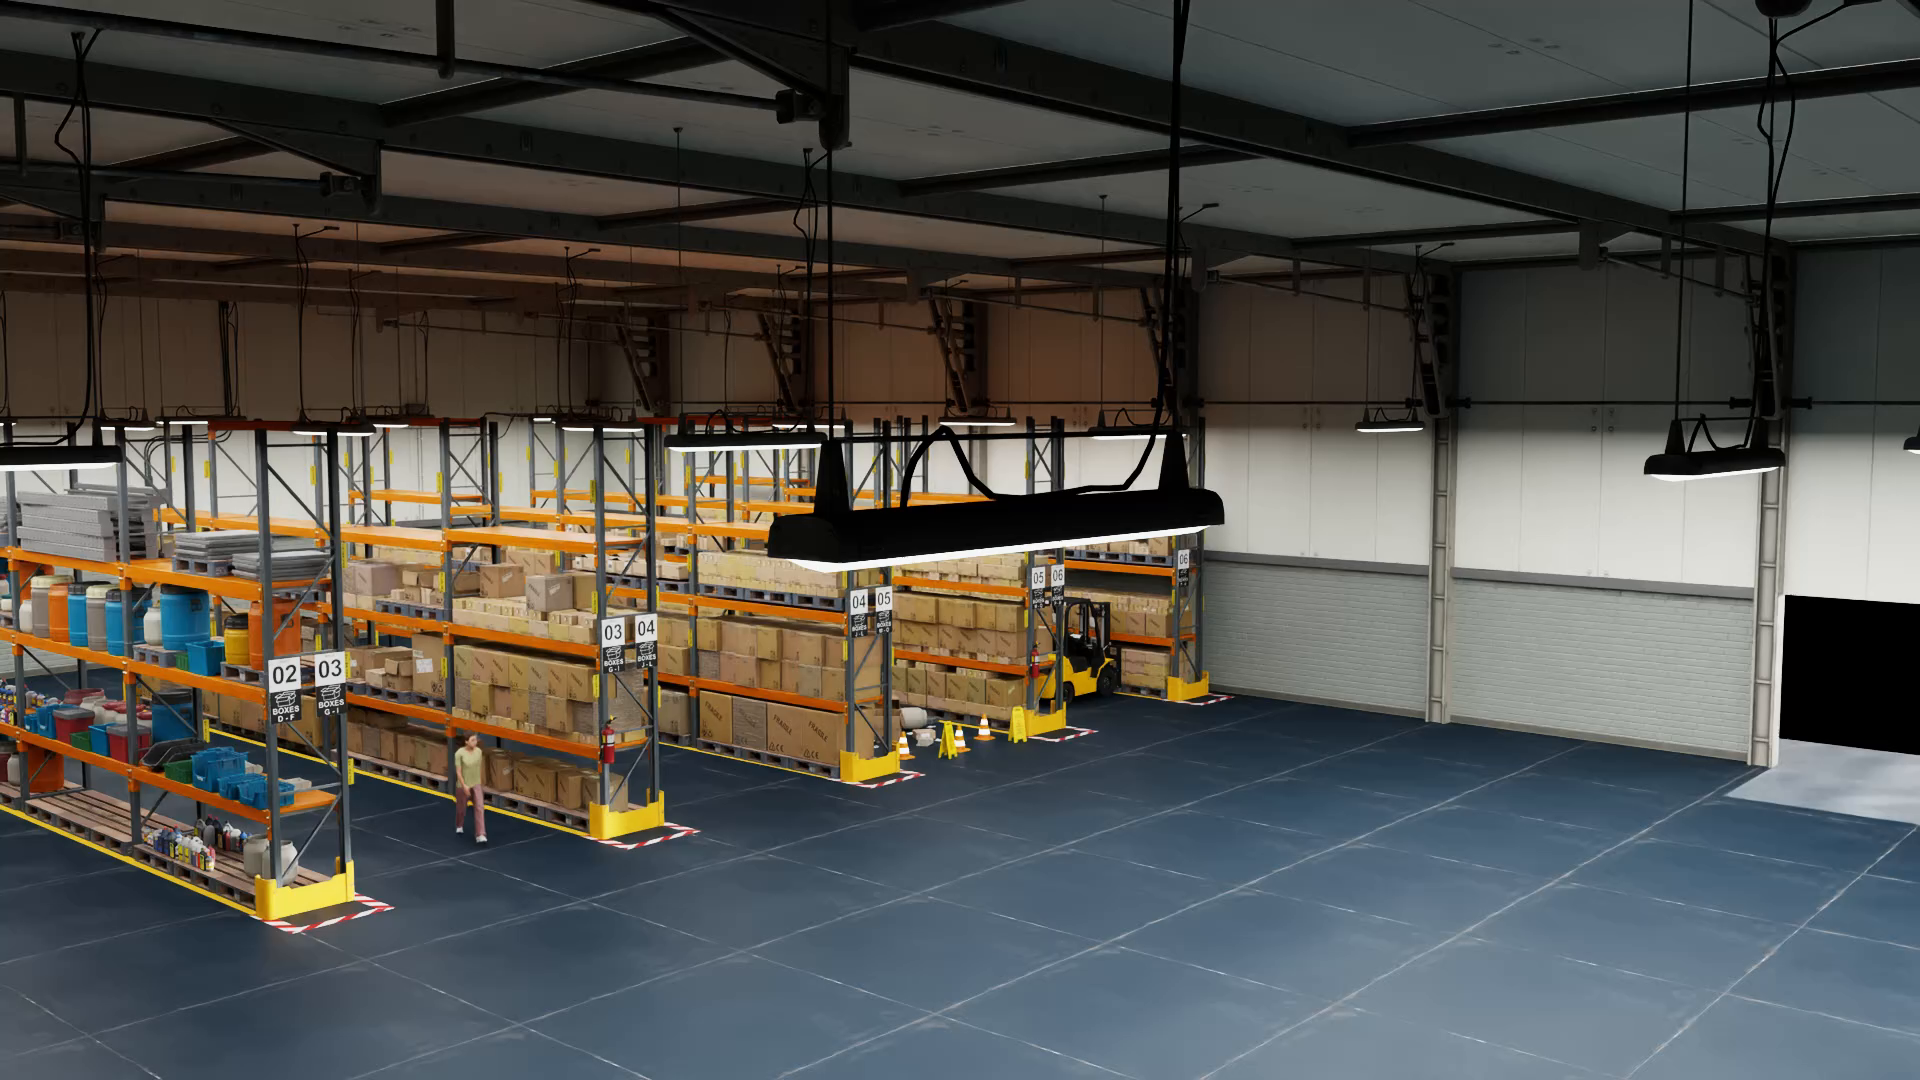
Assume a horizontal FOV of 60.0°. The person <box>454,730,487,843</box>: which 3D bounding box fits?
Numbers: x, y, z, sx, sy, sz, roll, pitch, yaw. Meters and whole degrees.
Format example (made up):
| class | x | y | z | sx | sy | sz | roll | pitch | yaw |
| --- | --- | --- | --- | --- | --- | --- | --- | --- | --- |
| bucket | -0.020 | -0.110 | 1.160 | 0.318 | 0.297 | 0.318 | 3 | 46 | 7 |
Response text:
| class | x | y | z | sx | sy | sz | roll | pitch | yaw |
| --- | --- | --- | --- | --- | --- | --- | --- | --- | --- |
| person | -7.060 | 3.530 | 23.987 | 0.438 | 1.586 | 1.123 | -3 | 6 | -33 |
